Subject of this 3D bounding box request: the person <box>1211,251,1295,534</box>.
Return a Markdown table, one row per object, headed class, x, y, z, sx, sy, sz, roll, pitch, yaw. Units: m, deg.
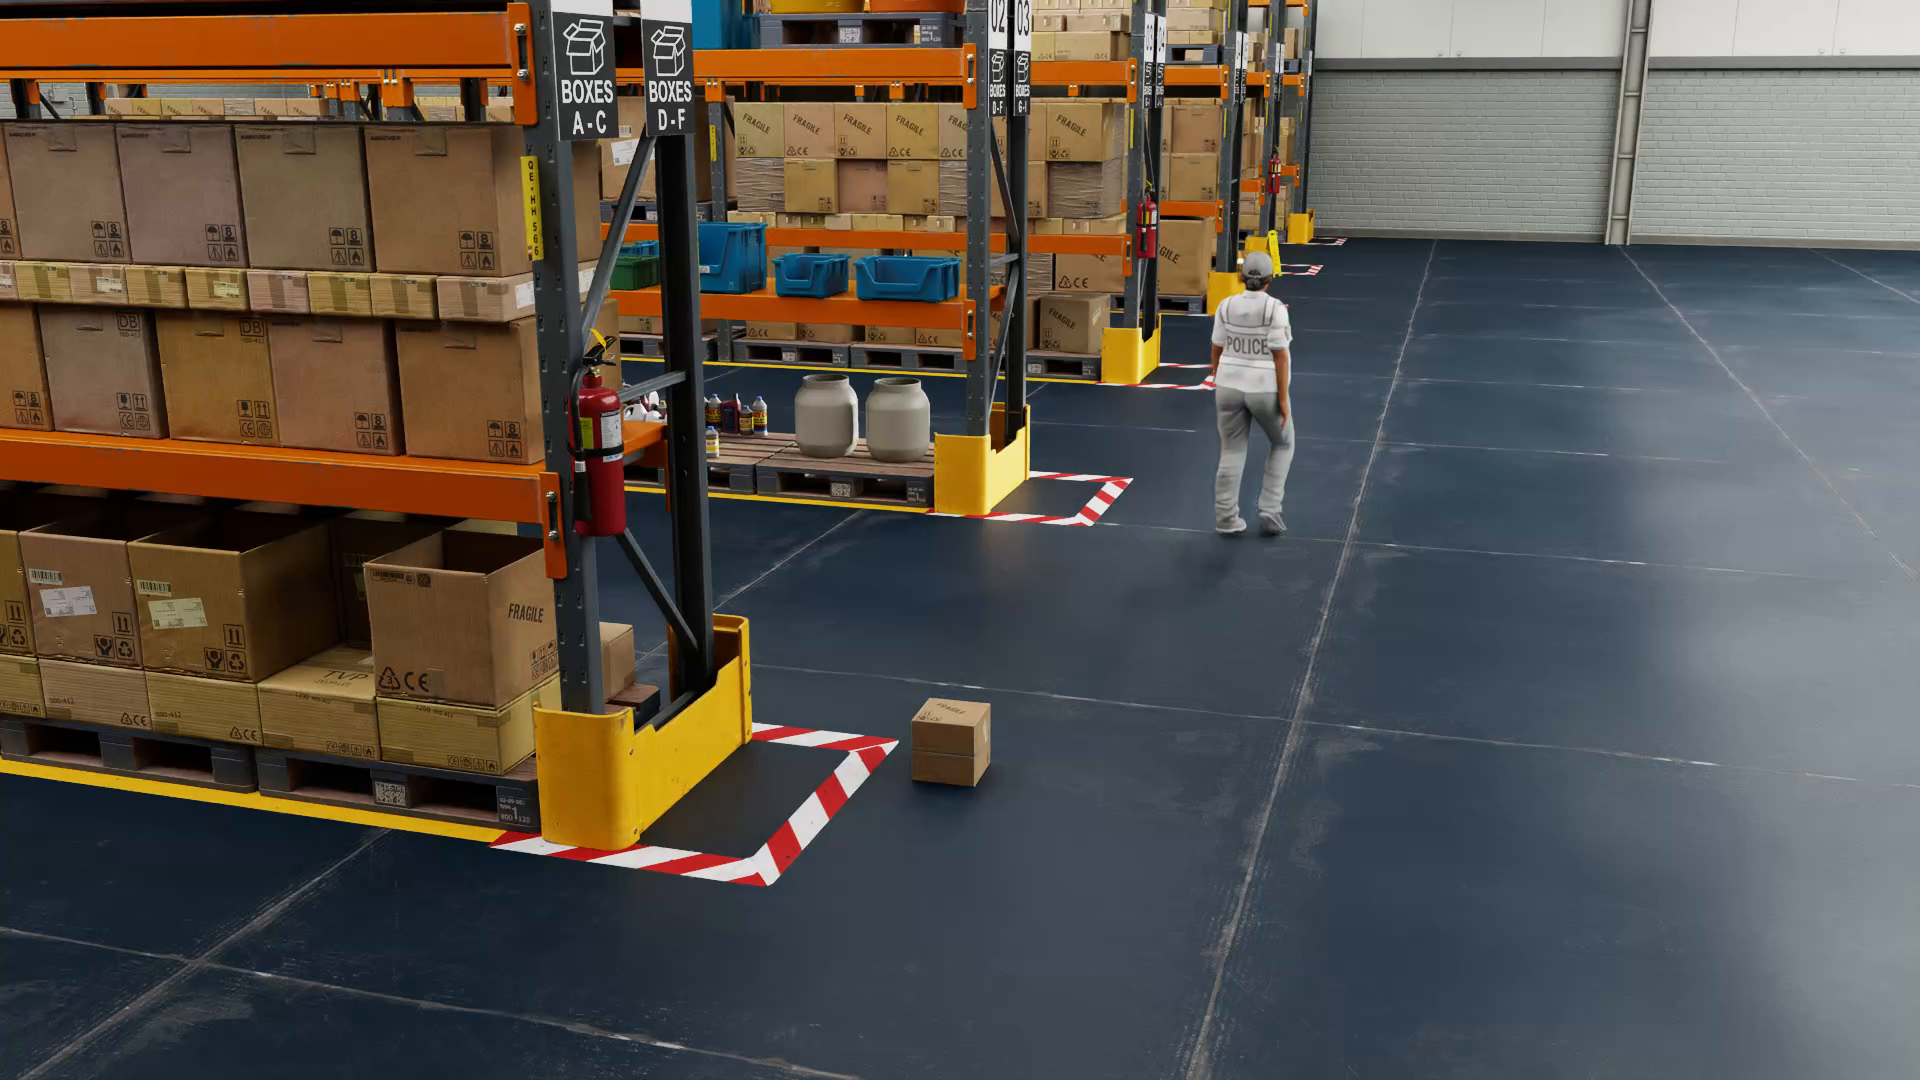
| class | x | y | z | sx | sy | sz | roll | pitch | yaw |
| --- | --- | --- | --- | --- | --- | --- | --- | --- | --- |
| person | 1.716 | -0.823 | 9.756 | 0.511 | 1.737 | 0.508 | 8 | 17 | 27 |
